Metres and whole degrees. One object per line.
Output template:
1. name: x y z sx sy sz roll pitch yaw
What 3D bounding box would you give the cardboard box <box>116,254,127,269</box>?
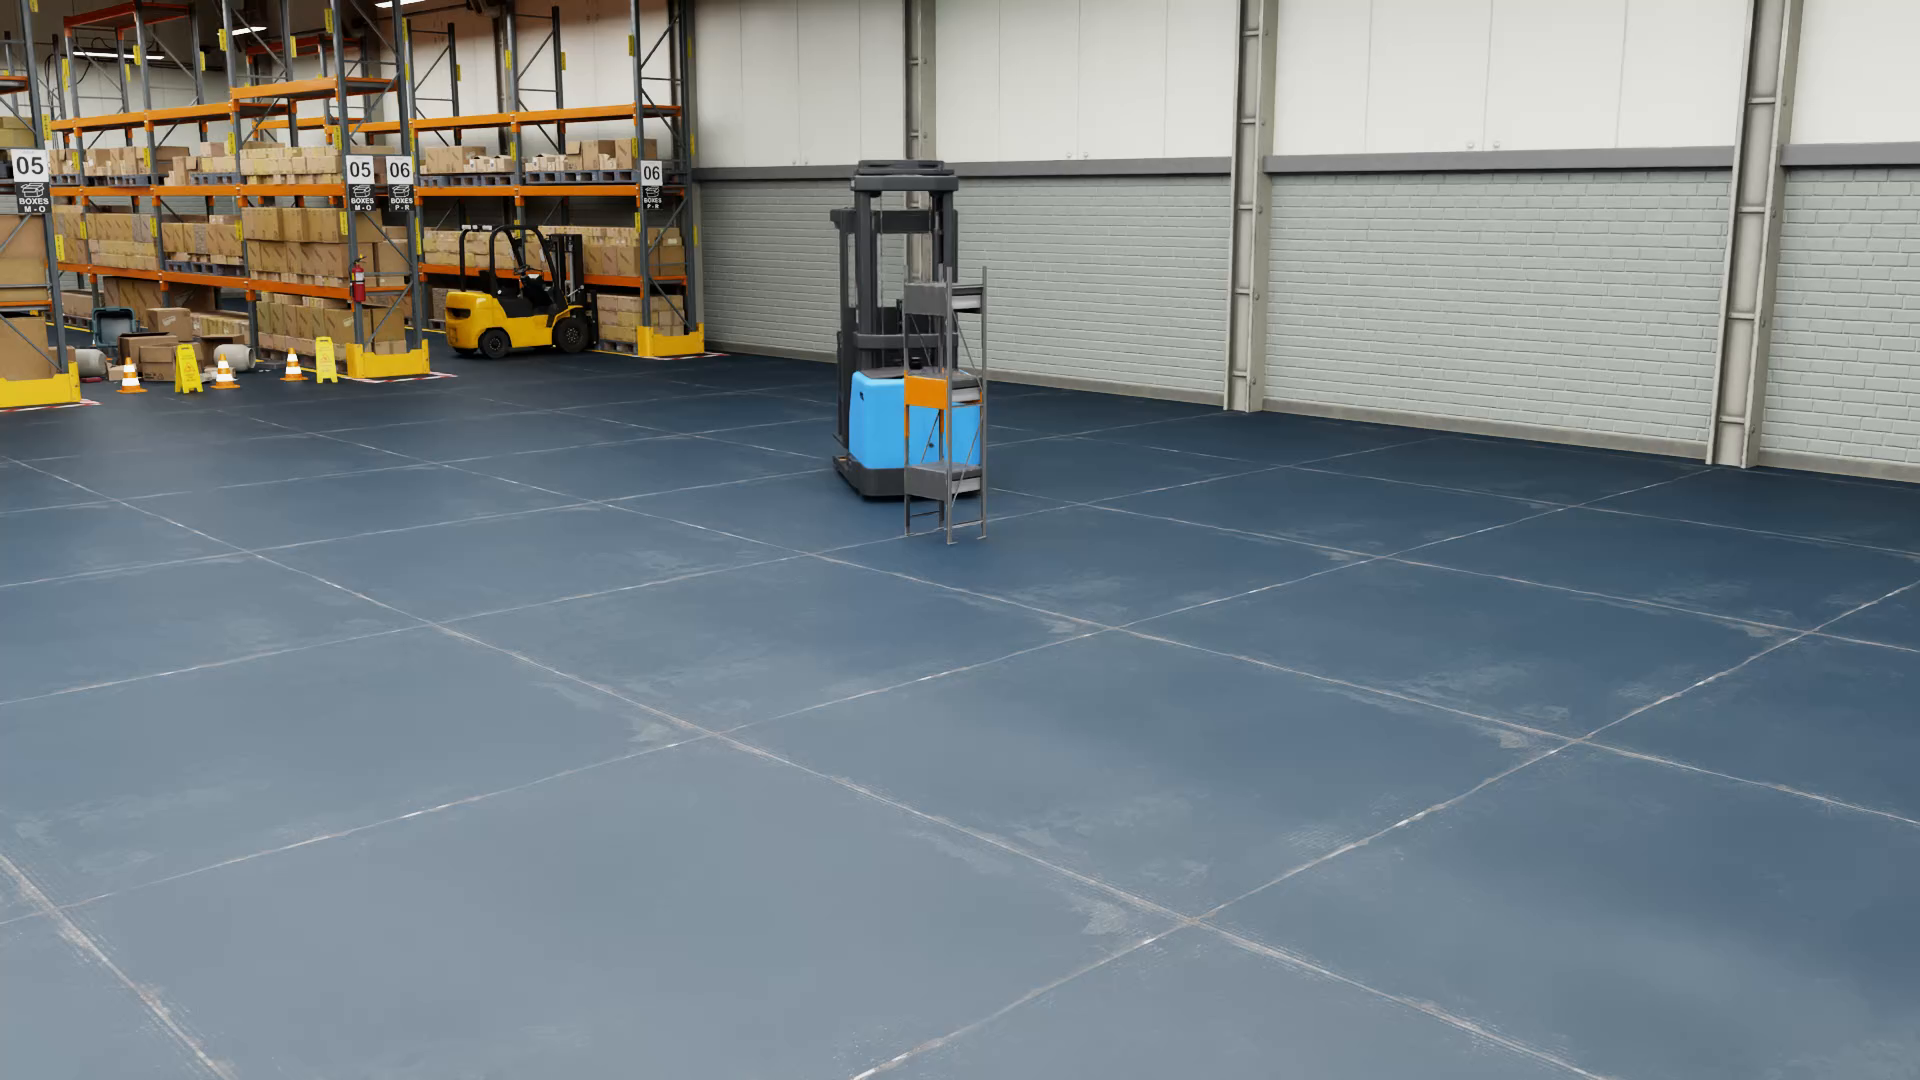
1. cardboard box: -15.630 -5.282 31.485 0.500 0.250 0.500 -11 16 -43

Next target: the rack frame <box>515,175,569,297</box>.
1. rack frame: -7.670 -5.207 30.753 1.000 3.000 0.127 -11 16 -43

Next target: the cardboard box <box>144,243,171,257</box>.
1. cardboard box: -14.538 -5.305 30.362 0.500 0.250 0.500 -11 16 -43

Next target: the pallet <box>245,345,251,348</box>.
1. pallet: -11.797 -3.263 28.225 1.003 0.211 1.213 -11 16 -43

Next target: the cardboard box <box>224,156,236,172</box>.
1. cardboard box: -11.766 -6.181 27.379 0.500 0.250 0.500 -11 16 -44

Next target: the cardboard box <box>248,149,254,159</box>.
1. cardboard box: -11.076 -6.126 26.427 0.380 0.149 0.250 -10 15 -41

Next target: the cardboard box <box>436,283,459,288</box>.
1. cardboard box: -10.568 -5.210 34.311 0.380 0.149 0.250 -10 15 -40

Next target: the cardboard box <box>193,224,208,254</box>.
1. cardboard box: -12.801 -5.175 28.573 0.500 0.500 0.500 11 16 43

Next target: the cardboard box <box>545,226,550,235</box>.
1. cardboard box: -7.236 -5.570 29.922 0.380 0.149 0.250 -11 16 -44

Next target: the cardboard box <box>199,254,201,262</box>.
1. cardboard box: -12.982 -4.913 28.905 0.380 0.149 0.250 -10 15 -40

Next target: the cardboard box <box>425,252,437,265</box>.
1. cardboard box: -10.303 -5.619 33.122 0.500 0.250 0.500 -11 16 -42

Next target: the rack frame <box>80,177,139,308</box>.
1. rack frame: -16.783 -5.683 33.060 1.000 3.000 0.127 -11 16 -43

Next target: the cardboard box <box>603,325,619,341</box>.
1. cardboard box: -5.798 -3.581 28.632 0.500 0.250 0.500 -11 16 -43

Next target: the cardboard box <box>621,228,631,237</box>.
1. cardboard box: -5.501 -5.190 28.078 0.380 0.149 0.250 -11 16 -42

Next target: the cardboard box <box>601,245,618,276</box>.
1. cardboard box: -5.789 -4.785 28.454 0.500 0.500 0.500 -10 15 -41

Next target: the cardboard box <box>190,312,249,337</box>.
1. cardboard box: -13.122 -3.827 29.525 0.950 0.372 0.625 -11 16 -44

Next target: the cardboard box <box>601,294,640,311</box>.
1. cardboard box: -5.809 -4.070 28.526 0.500 0.250 0.500 -11 16 -42

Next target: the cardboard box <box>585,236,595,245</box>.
1. cardboard box: -6.254 -5.186 28.792 0.380 0.149 0.250 -11 16 -42

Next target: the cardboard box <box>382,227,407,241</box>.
1. cardboard box: -11.694 -6.260 34.565 0.637 0.503 0.797 11 16 44

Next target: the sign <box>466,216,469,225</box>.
1. sign: -10.034 -6.436 33.847 0.100 0.325 0.005 -11 16 -43

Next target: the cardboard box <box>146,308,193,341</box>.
1. cardboard box: -12.525 -3.409 26.343 0.500 0.500 0.500 -11 16 -43

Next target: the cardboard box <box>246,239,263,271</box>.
1. cardboard box: -11.156 -4.607 26.852 0.500 0.500 0.500 -11 16 -43

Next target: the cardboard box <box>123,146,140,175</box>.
1. cardboard box: -14.841 -6.941 30.444 0.500 0.500 0.700 11 16 42

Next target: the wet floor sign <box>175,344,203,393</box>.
1. wet floor sign: -10.554 -2.345 22.696 0.232 0.644 0.267 8 14 35

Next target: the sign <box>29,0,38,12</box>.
1. sign: -11.600 -6.776 20.795 0.100 0.325 0.005 -11 16 -43

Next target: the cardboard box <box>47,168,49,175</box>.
1. cardboard box: -18.960 -7.676 34.637 0.380 0.149 0.250 -10 15 -41

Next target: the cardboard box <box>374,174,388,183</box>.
1. cardboard box: -8.490 -5.371 24.736 0.380 0.149 0.250 -11 16 -42

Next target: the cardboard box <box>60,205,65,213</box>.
1. cardboard box: -18.063 -6.735 33.834 0.380 0.149 0.250 -11 16 -44

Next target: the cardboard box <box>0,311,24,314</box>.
1. cardboard box: -13.131 -2.610 22.369 0.875 0.875 0.875 -11 16 -43

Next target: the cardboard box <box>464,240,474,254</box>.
1. cardboard box: -9.239 -5.640 31.988 0.500 0.250 0.500 -11 16 -42

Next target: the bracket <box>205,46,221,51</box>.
1. bracket: -19.640 -12.598 42.837 0.076 0.066 5.218 -11 16 -43

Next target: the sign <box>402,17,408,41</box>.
1. sign: -8.103 -7.441 24.219 0.100 0.325 0.005 -11 16 -43

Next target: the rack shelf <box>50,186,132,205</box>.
1. rack shelf: -18.164 -7.091 34.246 1.077 0.370 4.000 -11 16 -43

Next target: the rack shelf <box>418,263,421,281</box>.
1. rack shelf: -11.814 -5.731 35.076 1.077 0.370 4.000 -11 16 -43

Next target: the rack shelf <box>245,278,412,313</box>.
1. rack shelf: -9.877 -3.871 26.049 1.077 0.370 4.000 -11 16 -43

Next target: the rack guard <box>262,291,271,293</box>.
1. rack guard: -15.905 -5.723 39.452 1.175 0.500 0.348 -11 16 -43

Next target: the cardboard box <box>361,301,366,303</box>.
1. cardboard box: -12.649 -5.178 35.764 0.500 0.500 0.500 -11 16 -43

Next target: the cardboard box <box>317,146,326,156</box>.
1. cardboard box: -9.282 -5.754 24.618 0.380 0.149 0.250 -11 16 -43

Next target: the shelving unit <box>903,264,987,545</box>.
1. shelving unit: -0.114 -1.053 12.817 0.431 2.100 0.503 -11 16 -43

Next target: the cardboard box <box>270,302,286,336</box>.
1. cardboard box: -10.667 -3.541 26.580 0.500 0.500 0.500 -10 15 -40

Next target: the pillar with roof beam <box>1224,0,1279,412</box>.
1. pillar with roof beam: 0.436 -5.438 17.004 9.100 9.000 0.400 -11 16 -43

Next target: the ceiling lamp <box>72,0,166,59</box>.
1. ceiling lamp: -19.492 -12.823 38.383 2.000 3.185 0.800 -11 16 -43

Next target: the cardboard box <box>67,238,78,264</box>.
1. cardboard box: -17.647 -5.838 33.566 0.500 0.500 0.500 11 16 44

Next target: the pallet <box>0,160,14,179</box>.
1. pallet: -12.526 -4.759 21.364 1.003 0.211 1.213 -11 16 -43

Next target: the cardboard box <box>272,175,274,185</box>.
1. cardboard box: -10.508 -5.632 26.004 0.250 0.149 0.380 11 16 43

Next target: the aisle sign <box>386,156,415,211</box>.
1. aisle sign: -8.229 -5.239 24.463 0.394 0.787 0.004 -11 16 -43

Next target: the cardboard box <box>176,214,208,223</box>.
1. cardboard box: -14.184 -5.744 30.630 0.500 0.500 0.500 11 16 43

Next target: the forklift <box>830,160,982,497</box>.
1. forklift: -0.613 -2.060 15.647 1.130 2.935 3.031 -2 12 -12

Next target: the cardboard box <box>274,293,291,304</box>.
1. cardboard box: -10.647 -3.834 26.394 0.380 0.149 0.250 -10 15 -40

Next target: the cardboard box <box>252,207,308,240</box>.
1. cardboard box: -10.774 -5.027 26.417 0.700 0.500 0.500 -11 16 -42

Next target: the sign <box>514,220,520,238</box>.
1. sign: -8.056 -5.659 30.270 0.100 0.325 0.005 -11 16 -43

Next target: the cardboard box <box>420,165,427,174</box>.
1. cardboard box: -10.412 -7.307 32.802 0.380 0.166 0.250 -11 16 -43
